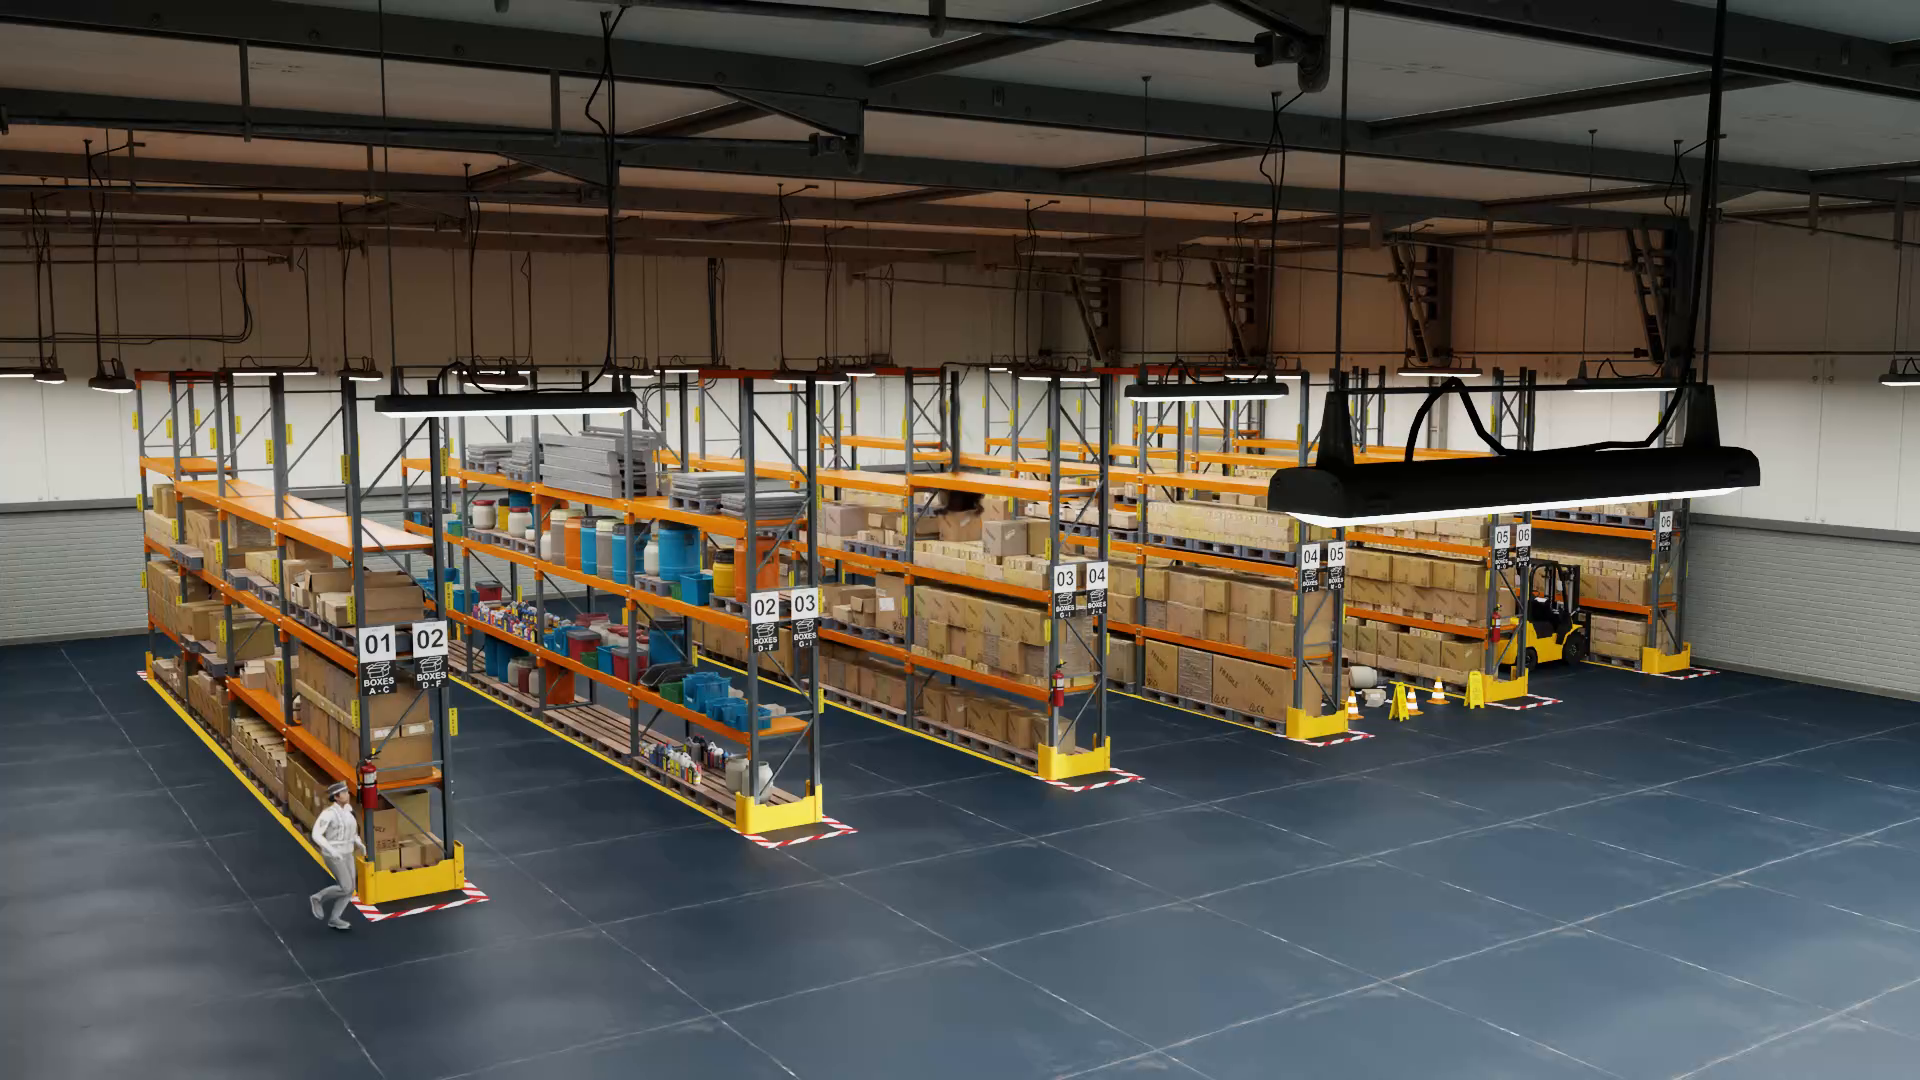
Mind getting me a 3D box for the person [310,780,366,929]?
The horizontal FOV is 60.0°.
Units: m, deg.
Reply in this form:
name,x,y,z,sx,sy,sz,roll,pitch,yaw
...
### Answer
name,x,y,z,sx,sy,sz,roll,pitch,yaw
person,-6.879,3.454,18.390,0.501,1.627,0.637,2,7,16
